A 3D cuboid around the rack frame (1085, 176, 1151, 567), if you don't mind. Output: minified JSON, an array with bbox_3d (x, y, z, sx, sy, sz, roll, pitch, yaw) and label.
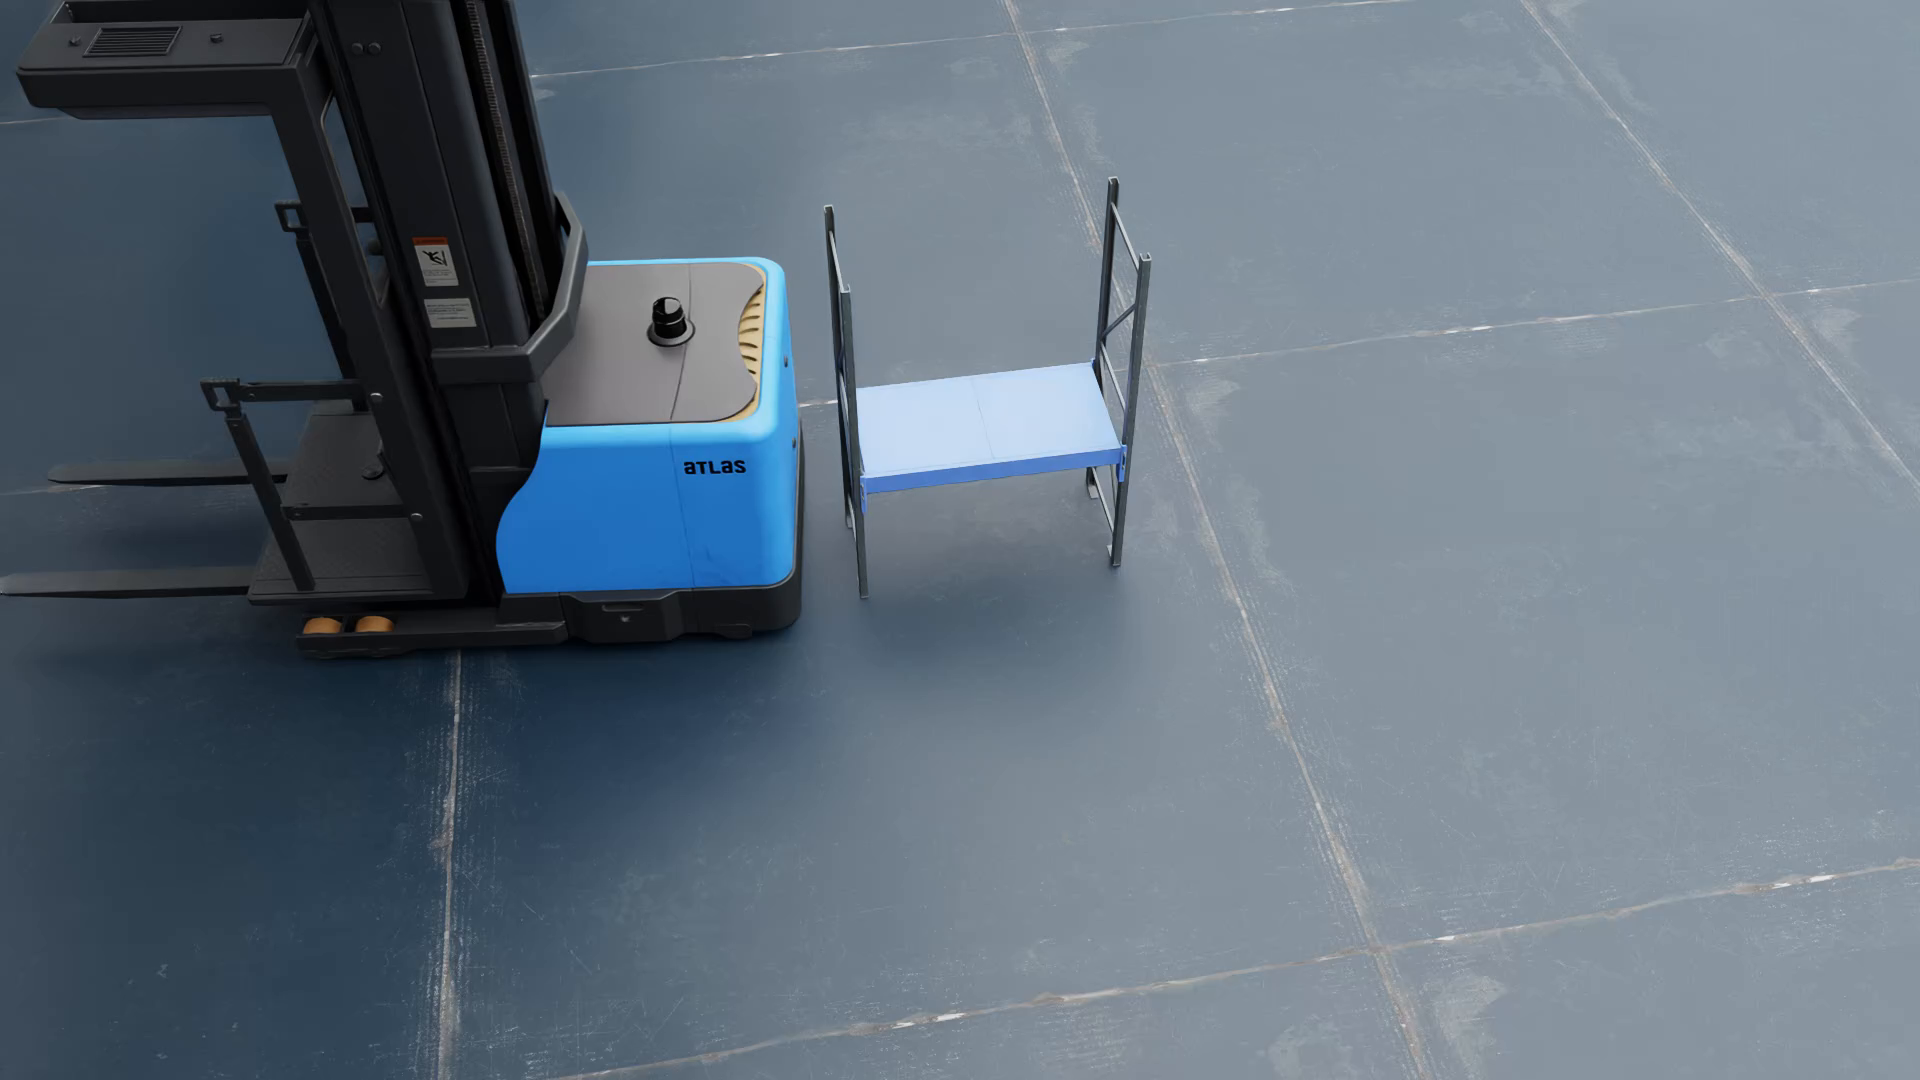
[{"bbox_3d":[0.585,-0.593,6.280,0.032,1.500,0.500,-7,46,-7],"label":"rack frame"}]

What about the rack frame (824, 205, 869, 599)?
[{"bbox_3d":[-0.417,-0.468,6.160,0.032,1.500,0.500,-7,46,-7],"label":"rack frame"}]

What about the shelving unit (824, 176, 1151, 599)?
[{"bbox_3d":[0.084,-0.531,6.220,1.048,1.500,0.538,-7,46,-7],"label":"shelving unit"}]

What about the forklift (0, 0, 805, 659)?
[{"bbox_3d":[-2.146,-0.957,5.637,3.031,2.935,1.130,-2,46,-2],"label":"forklift"}]

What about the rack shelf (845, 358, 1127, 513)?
[{"bbox_3d":[0.084,-0.406,6.350,1.000,0.185,0.538,-7,46,-7],"label":"rack shelf"}]
